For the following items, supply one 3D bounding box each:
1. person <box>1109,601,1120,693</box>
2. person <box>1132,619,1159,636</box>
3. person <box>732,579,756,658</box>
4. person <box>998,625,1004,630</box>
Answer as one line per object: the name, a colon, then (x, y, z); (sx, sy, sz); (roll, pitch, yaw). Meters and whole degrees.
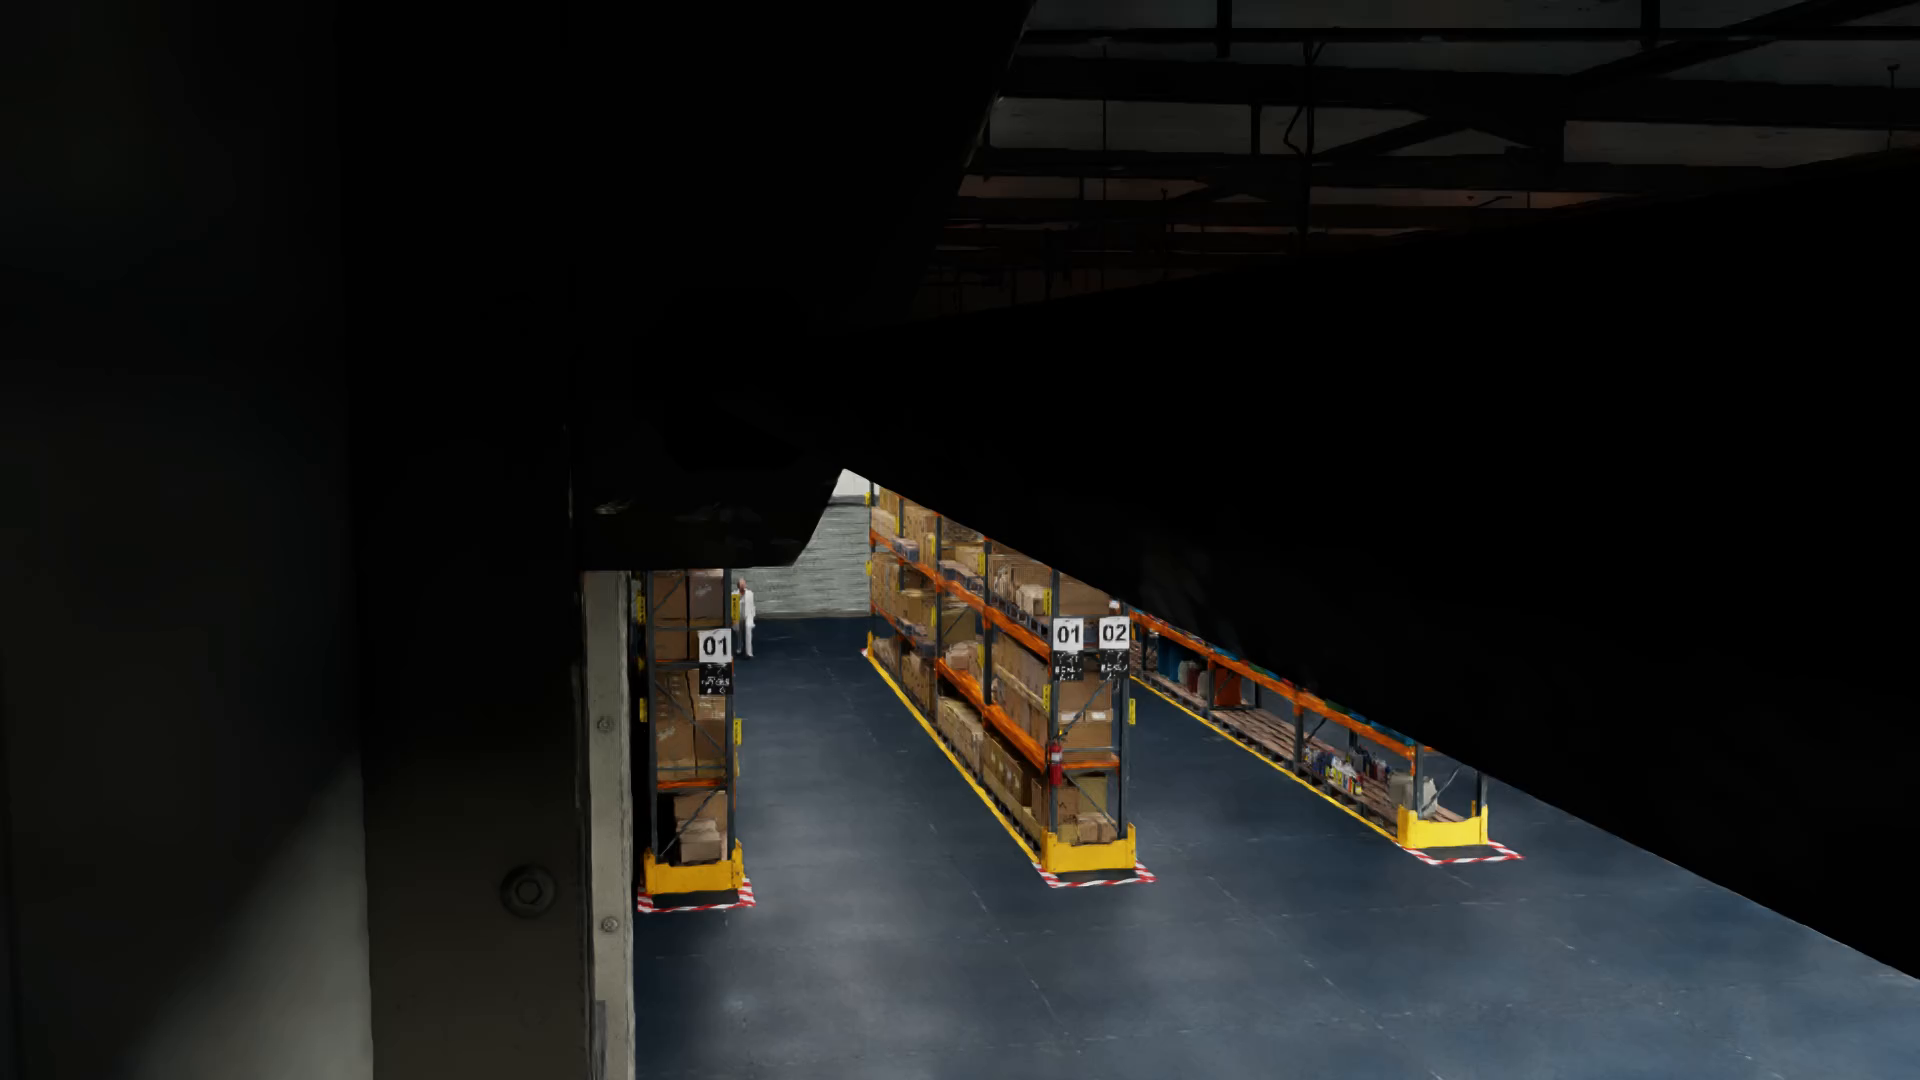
person: (2.963, 2.057, 32.401); (0.585, 1.763, 0.679); (2, 6, 15)
person: (4.290, 1.485, 39.030); (0.554, 1.526, 0.785); (-3, 7, -29)
person: (-4.750, 1.684, 36.255); (0.598, 1.698, 1.194); (-1, 6, -9)
person: (0.792, 1.446, 39.221); (0.479, 1.567, 1.090); (-1, 6, -9)
